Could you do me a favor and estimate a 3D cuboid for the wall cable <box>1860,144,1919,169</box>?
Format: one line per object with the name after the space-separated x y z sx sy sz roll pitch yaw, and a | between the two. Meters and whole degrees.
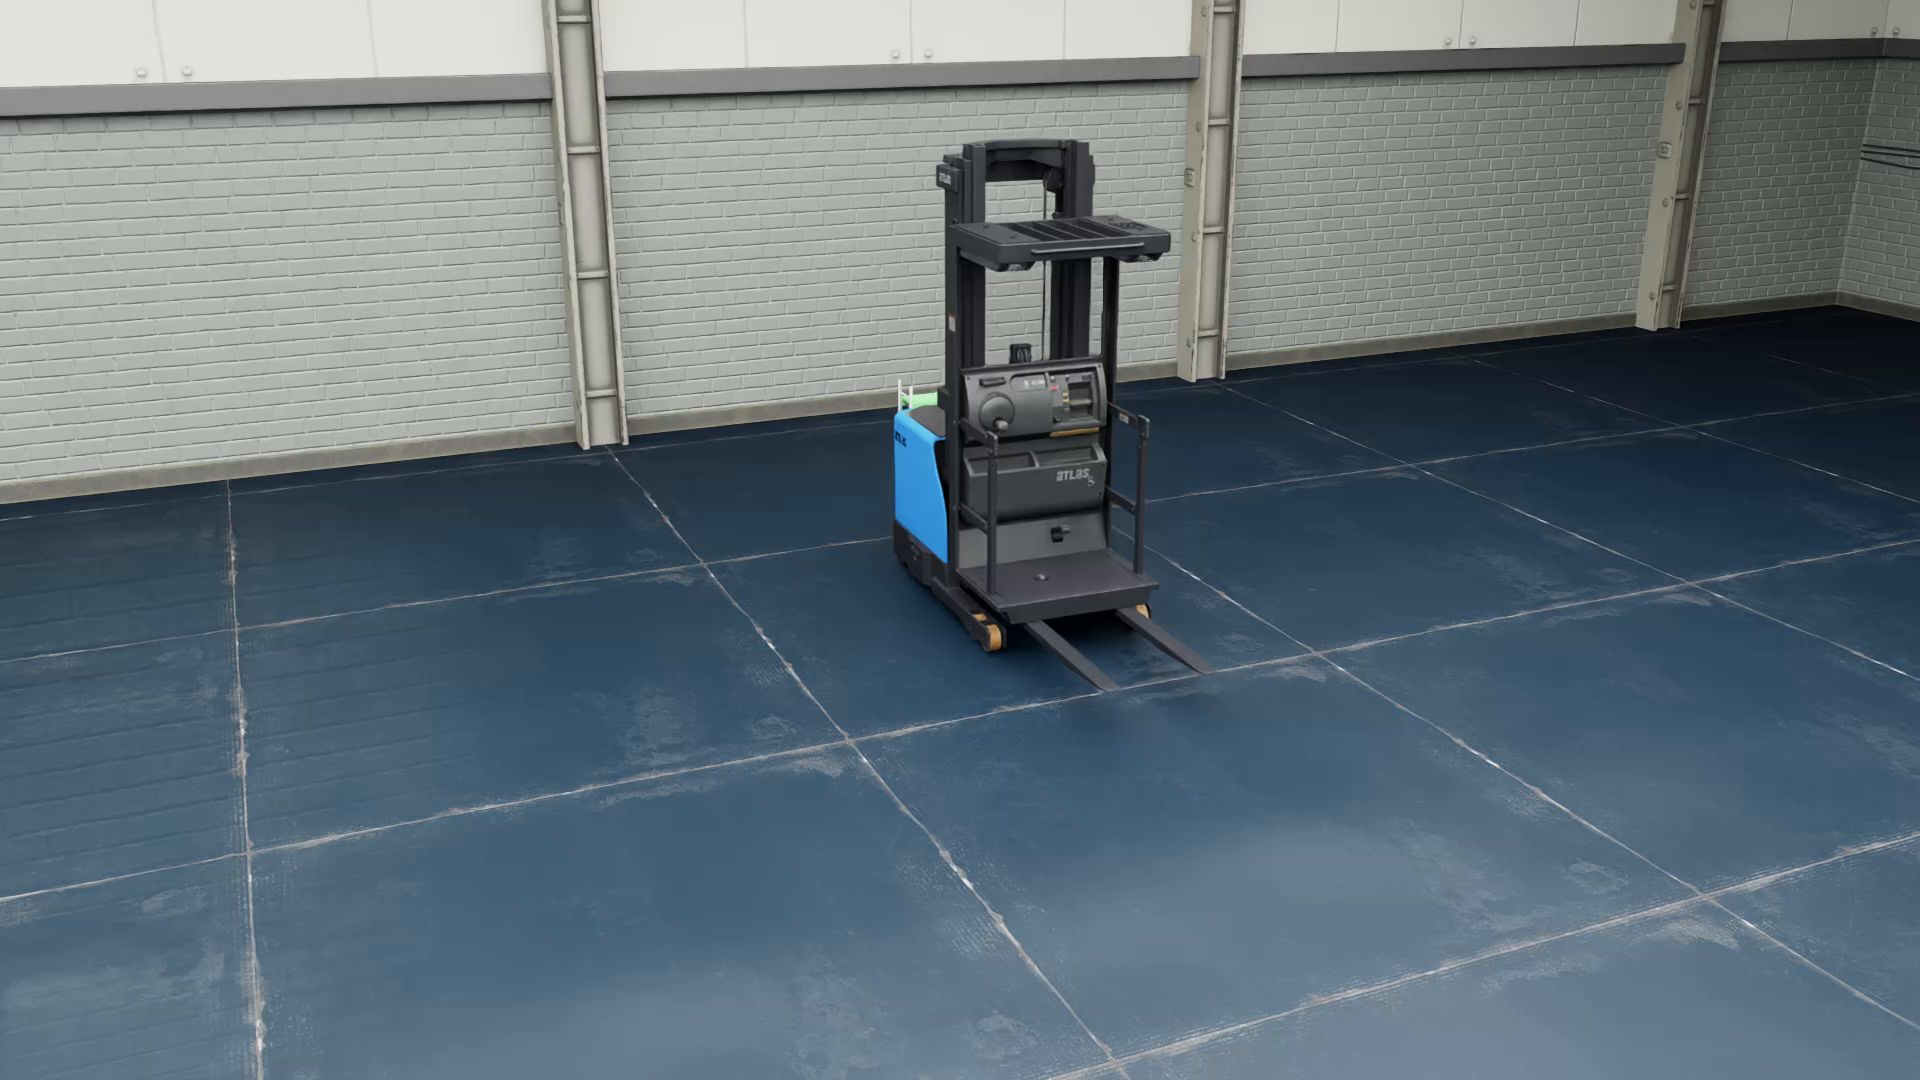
11.147 -5.189 17.885 0.112 2.526 3.097 -8 21 -22 | wall cable

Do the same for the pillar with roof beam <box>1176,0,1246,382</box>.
4.114 -4.567 11.444 0.400 9.000 9.100 -8 21 -22 | pillar with roof beam

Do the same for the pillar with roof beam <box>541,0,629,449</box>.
-1.395 -3.778 9.202 0.400 9.000 9.100 -8 21 -22 | pillar with roof beam

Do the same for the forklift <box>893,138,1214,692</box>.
0.550 -0.861 10.054 1.130 2.935 3.031 -7 21 -20 | forklift

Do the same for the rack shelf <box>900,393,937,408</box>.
-0.152 -0.937 11.624 0.480 0.148 0.258 -8 21 -21 | rack shelf

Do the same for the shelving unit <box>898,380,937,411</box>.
-0.153 -0.545 11.763 0.503 1.200 0.258 -8 21 -21 | shelving unit

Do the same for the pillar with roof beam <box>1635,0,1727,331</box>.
9.624 -5.357 13.686 0.400 9.000 9.100 -8 21 -22 | pillar with roof beam

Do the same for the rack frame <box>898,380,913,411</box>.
-0.378 -0.514 11.675 0.015 1.200 0.240 -8 21 -21 | rack frame
